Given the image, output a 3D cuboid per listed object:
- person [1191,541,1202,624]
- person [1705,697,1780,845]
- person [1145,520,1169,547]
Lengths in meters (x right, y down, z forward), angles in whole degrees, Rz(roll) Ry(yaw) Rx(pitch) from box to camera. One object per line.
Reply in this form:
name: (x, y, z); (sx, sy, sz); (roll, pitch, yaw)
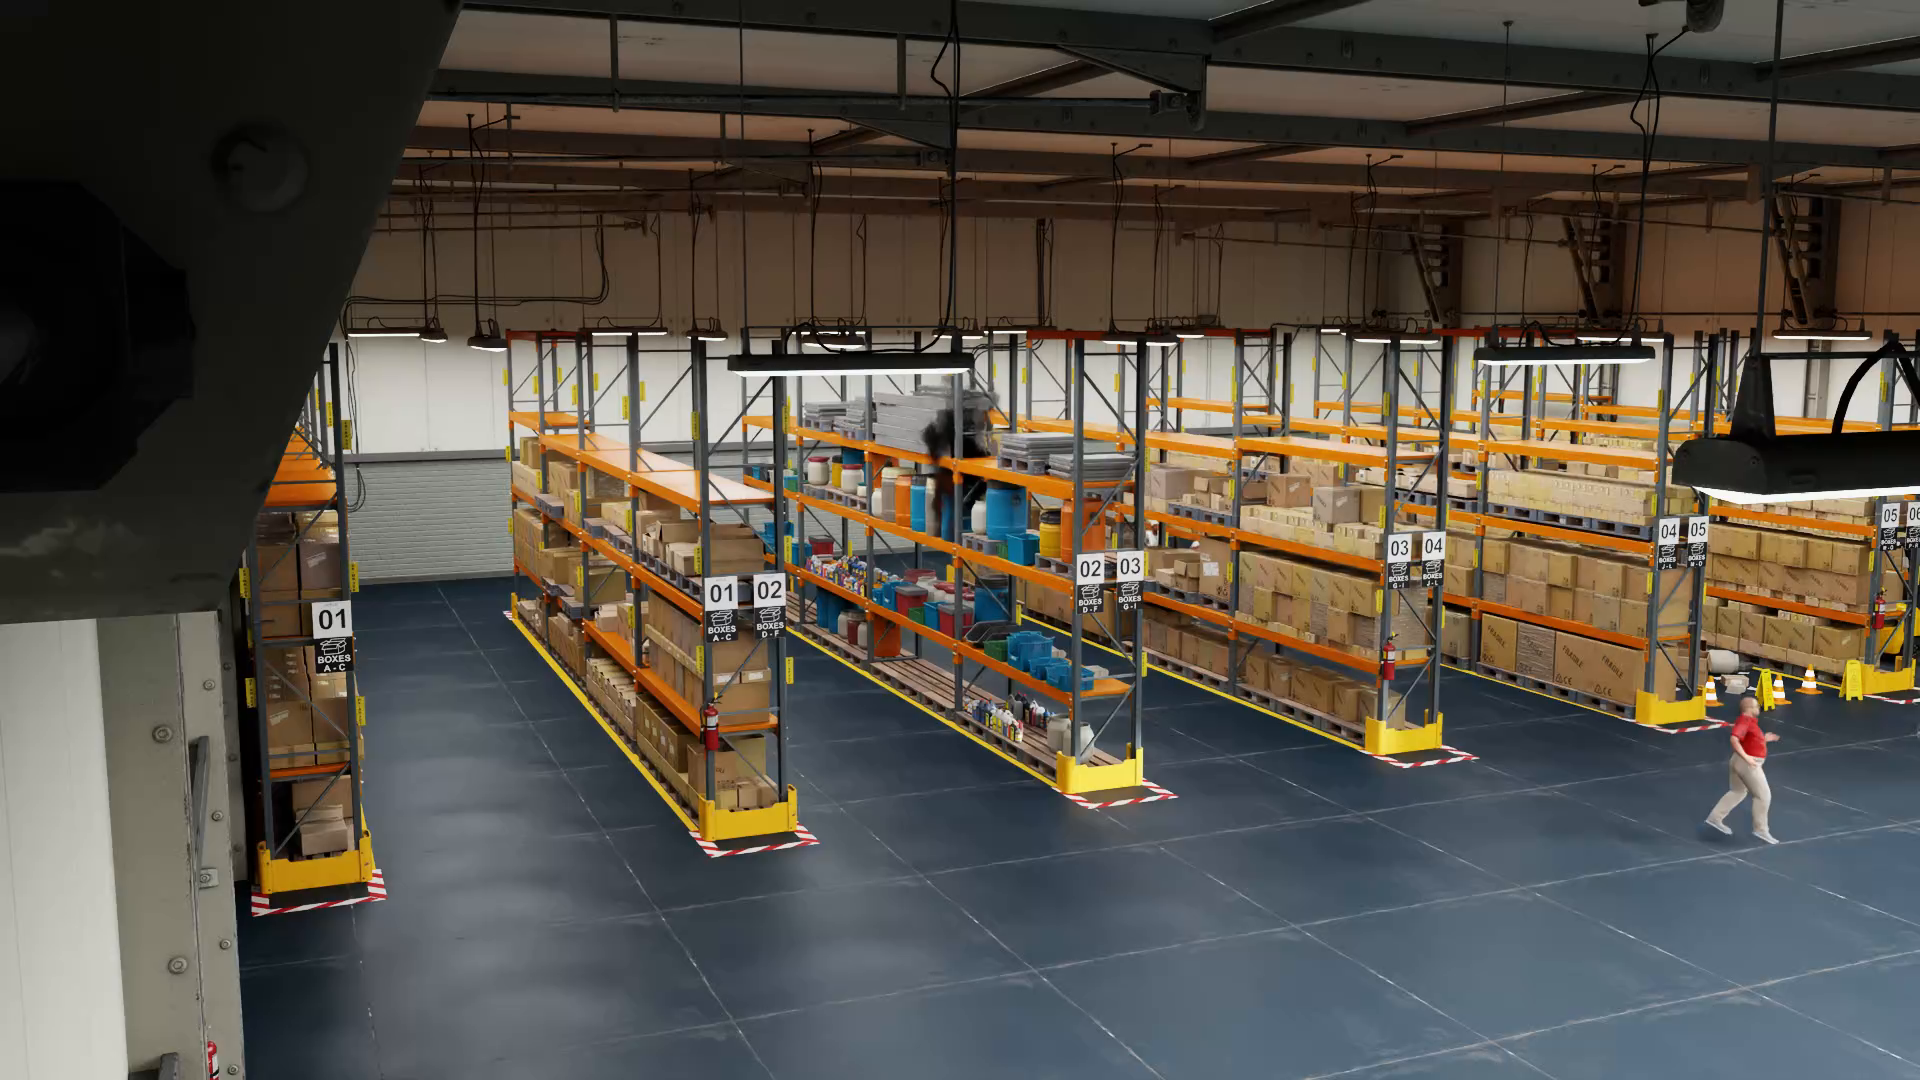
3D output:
person: (4.709, 0.910, 33.139); (0.662, 1.787, 0.979); (-4, 9, -26)
person: (9.463, 2.759, 20.006); (0.789, 1.775, 0.648); (1, 8, 9)
person: (4.366, 0.410, 37.216); (0.681, 1.747, 0.589); (-3, 8, -21)
